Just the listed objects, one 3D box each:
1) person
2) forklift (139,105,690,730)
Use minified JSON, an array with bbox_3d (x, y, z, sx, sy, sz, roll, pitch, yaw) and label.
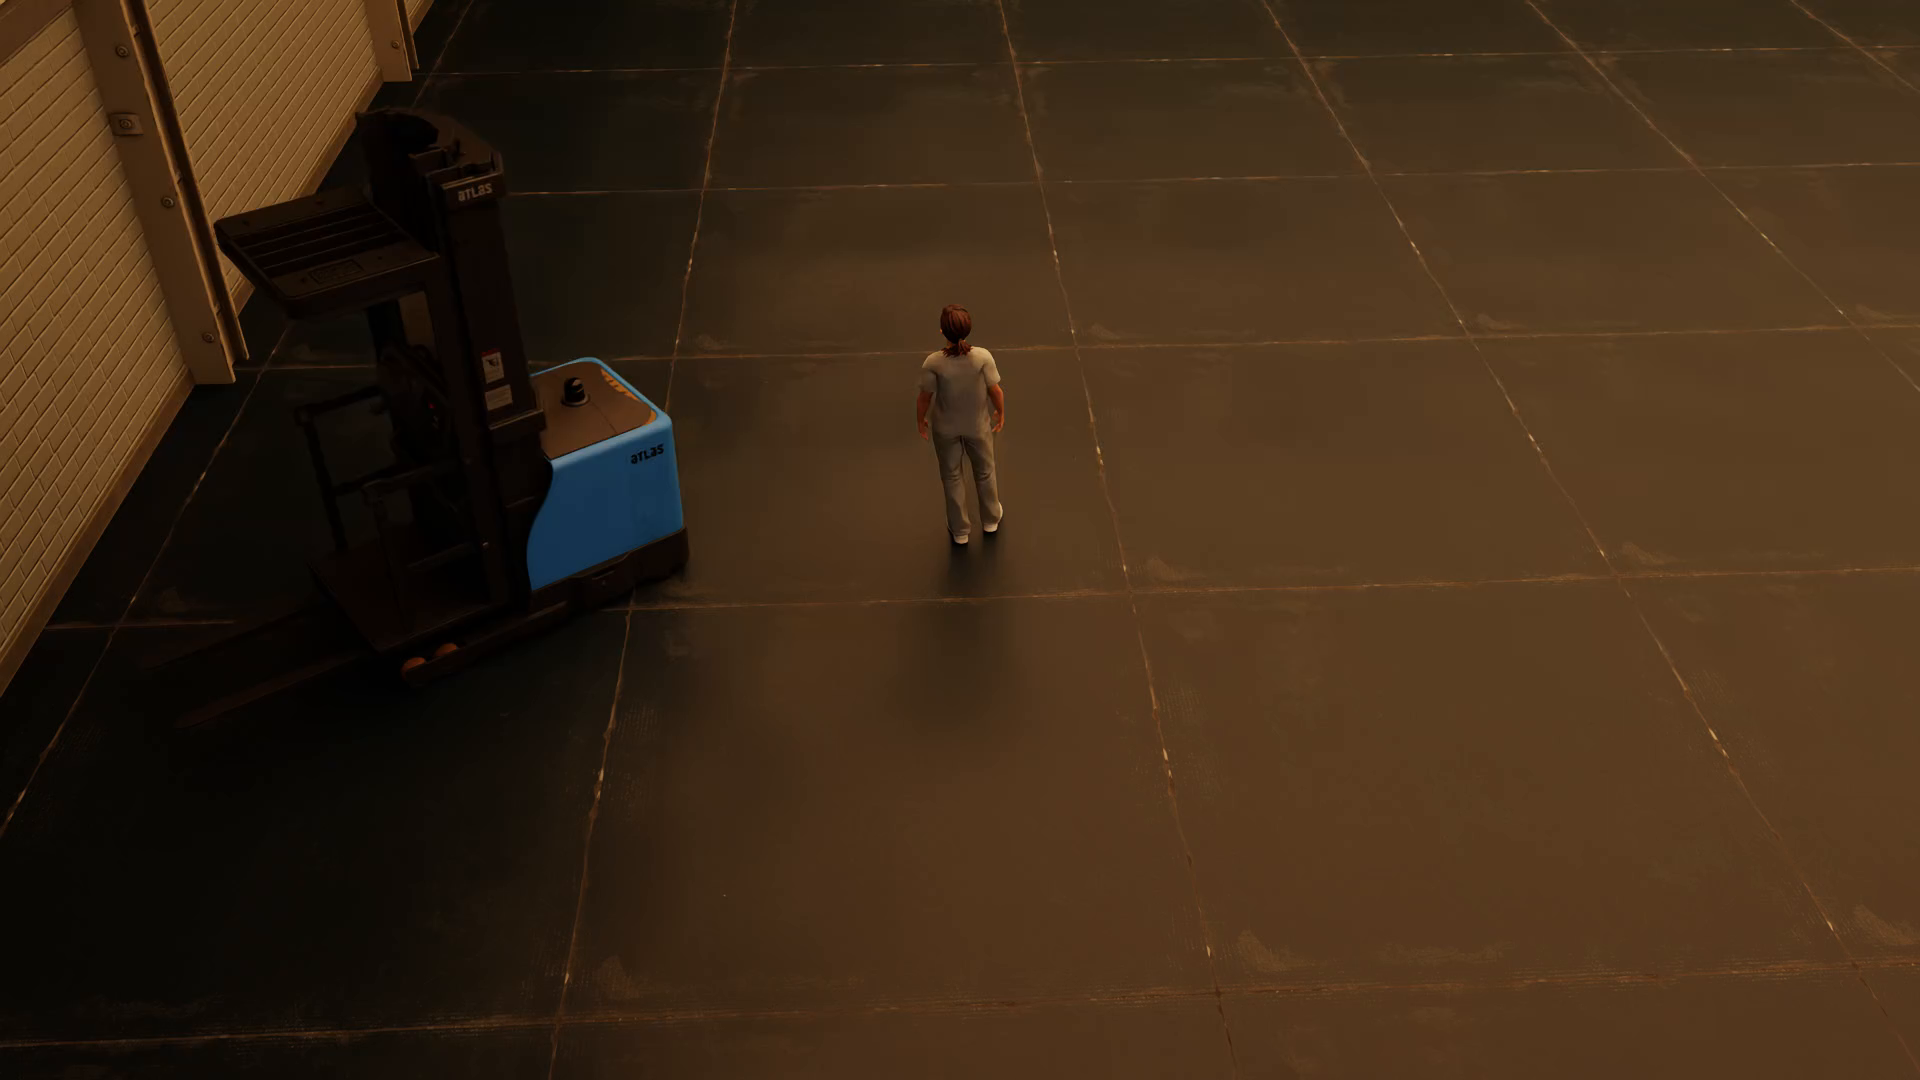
[{"bbox_3d":[0.010,-0.727,10.063,0.549,1.673,0.548,-2,36,-2],"label":"person"},{"bbox_3d":[-3.135,-0.711,8.987,3.031,2.935,1.130,-25,43,-30],"label":"forklift"}]
